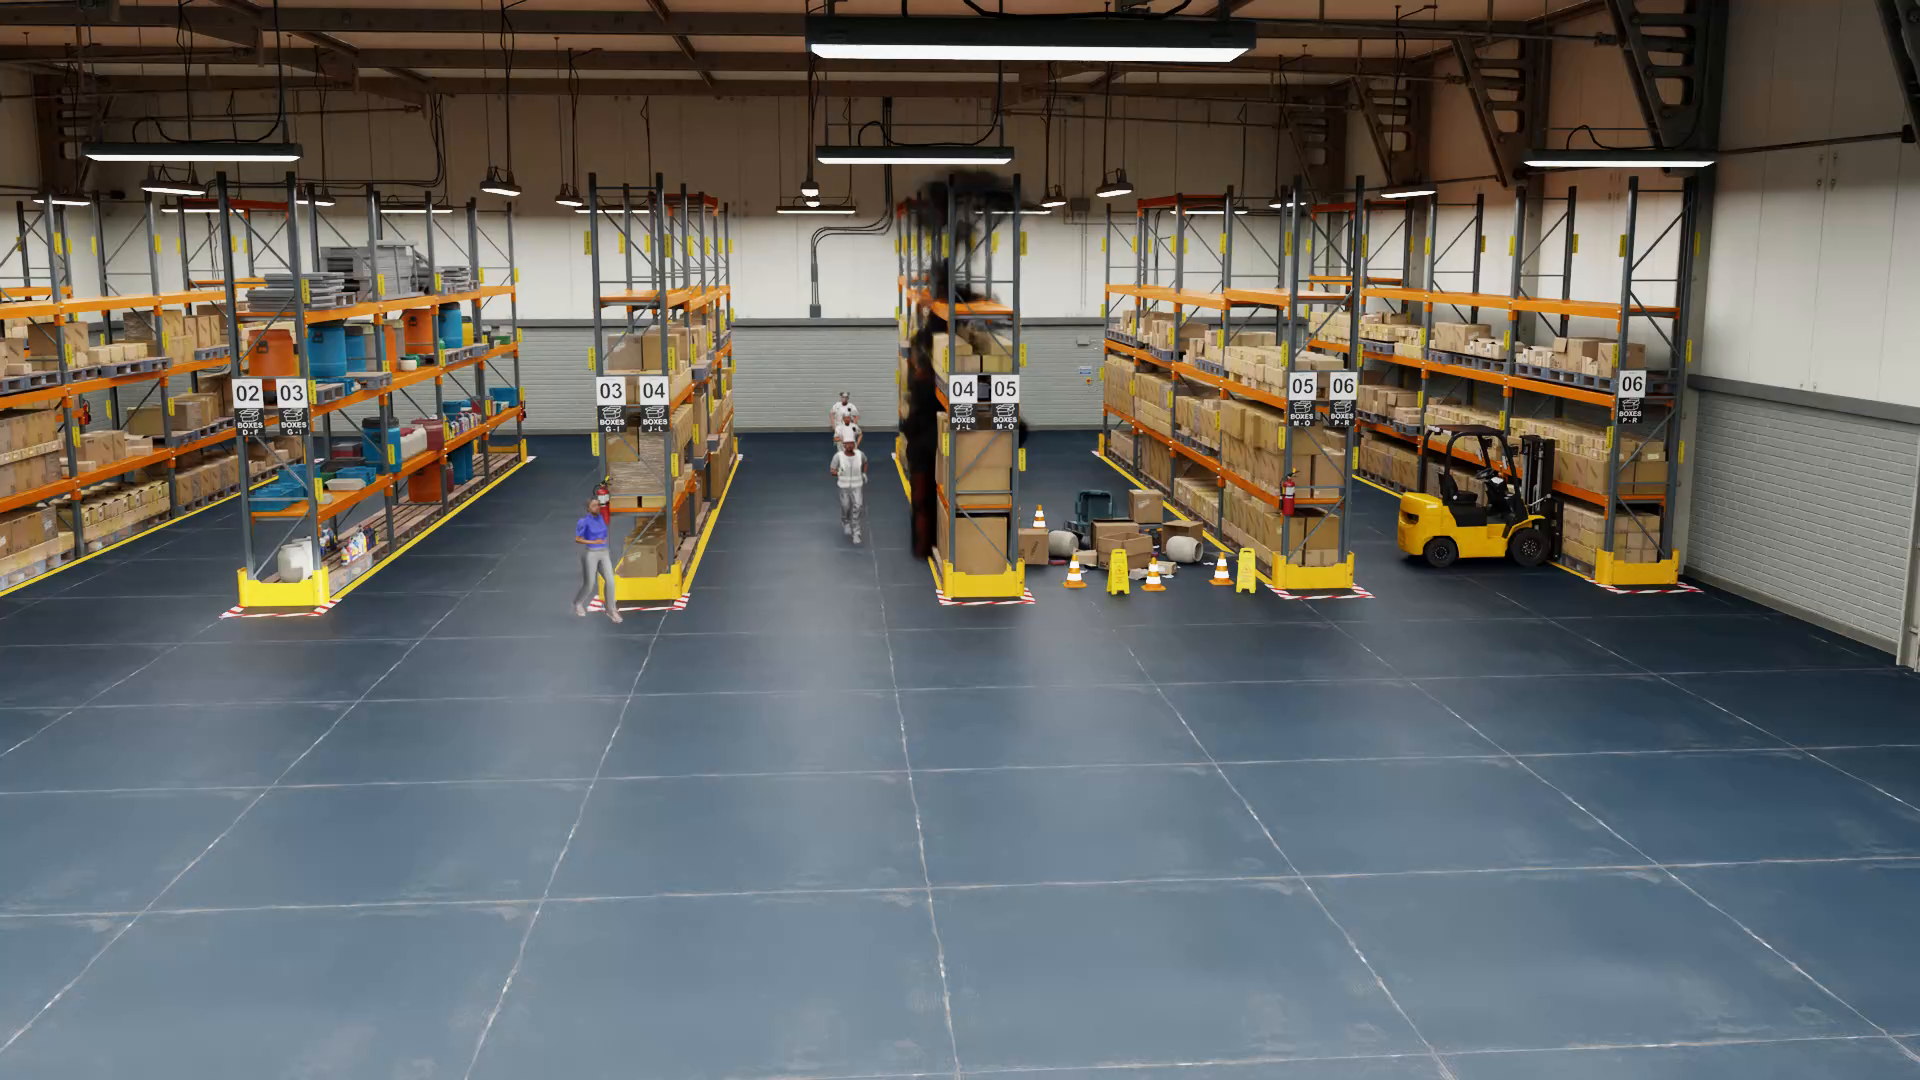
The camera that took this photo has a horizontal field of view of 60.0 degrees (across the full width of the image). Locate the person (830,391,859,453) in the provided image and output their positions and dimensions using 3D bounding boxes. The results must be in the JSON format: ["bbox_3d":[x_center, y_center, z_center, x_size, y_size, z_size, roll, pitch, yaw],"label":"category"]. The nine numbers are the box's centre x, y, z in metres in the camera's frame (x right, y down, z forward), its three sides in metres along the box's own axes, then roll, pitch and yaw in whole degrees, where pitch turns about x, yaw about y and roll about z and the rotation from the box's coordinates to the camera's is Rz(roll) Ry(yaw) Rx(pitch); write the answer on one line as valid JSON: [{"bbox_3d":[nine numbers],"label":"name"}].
[{"bbox_3d":[-2.662,-2.533,38.027,0.685,1.743,0.586,1,10,4],"label":"person"}]

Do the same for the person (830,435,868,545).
[{"bbox_3d":[-1.897,-0.887,28.435,0.653,1.820,0.928,-1,10,-8],"label":"person"}]

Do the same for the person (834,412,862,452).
[{"bbox_3d":[-2.289,-1.764,33.977,0.582,1.714,0.680,0,10,-2],"label":"person"}]

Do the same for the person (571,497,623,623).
[{"bbox_3d":[-4.940,0.264,22.409,0.820,1.688,0.582,8,13,40],"label":"person"}]
